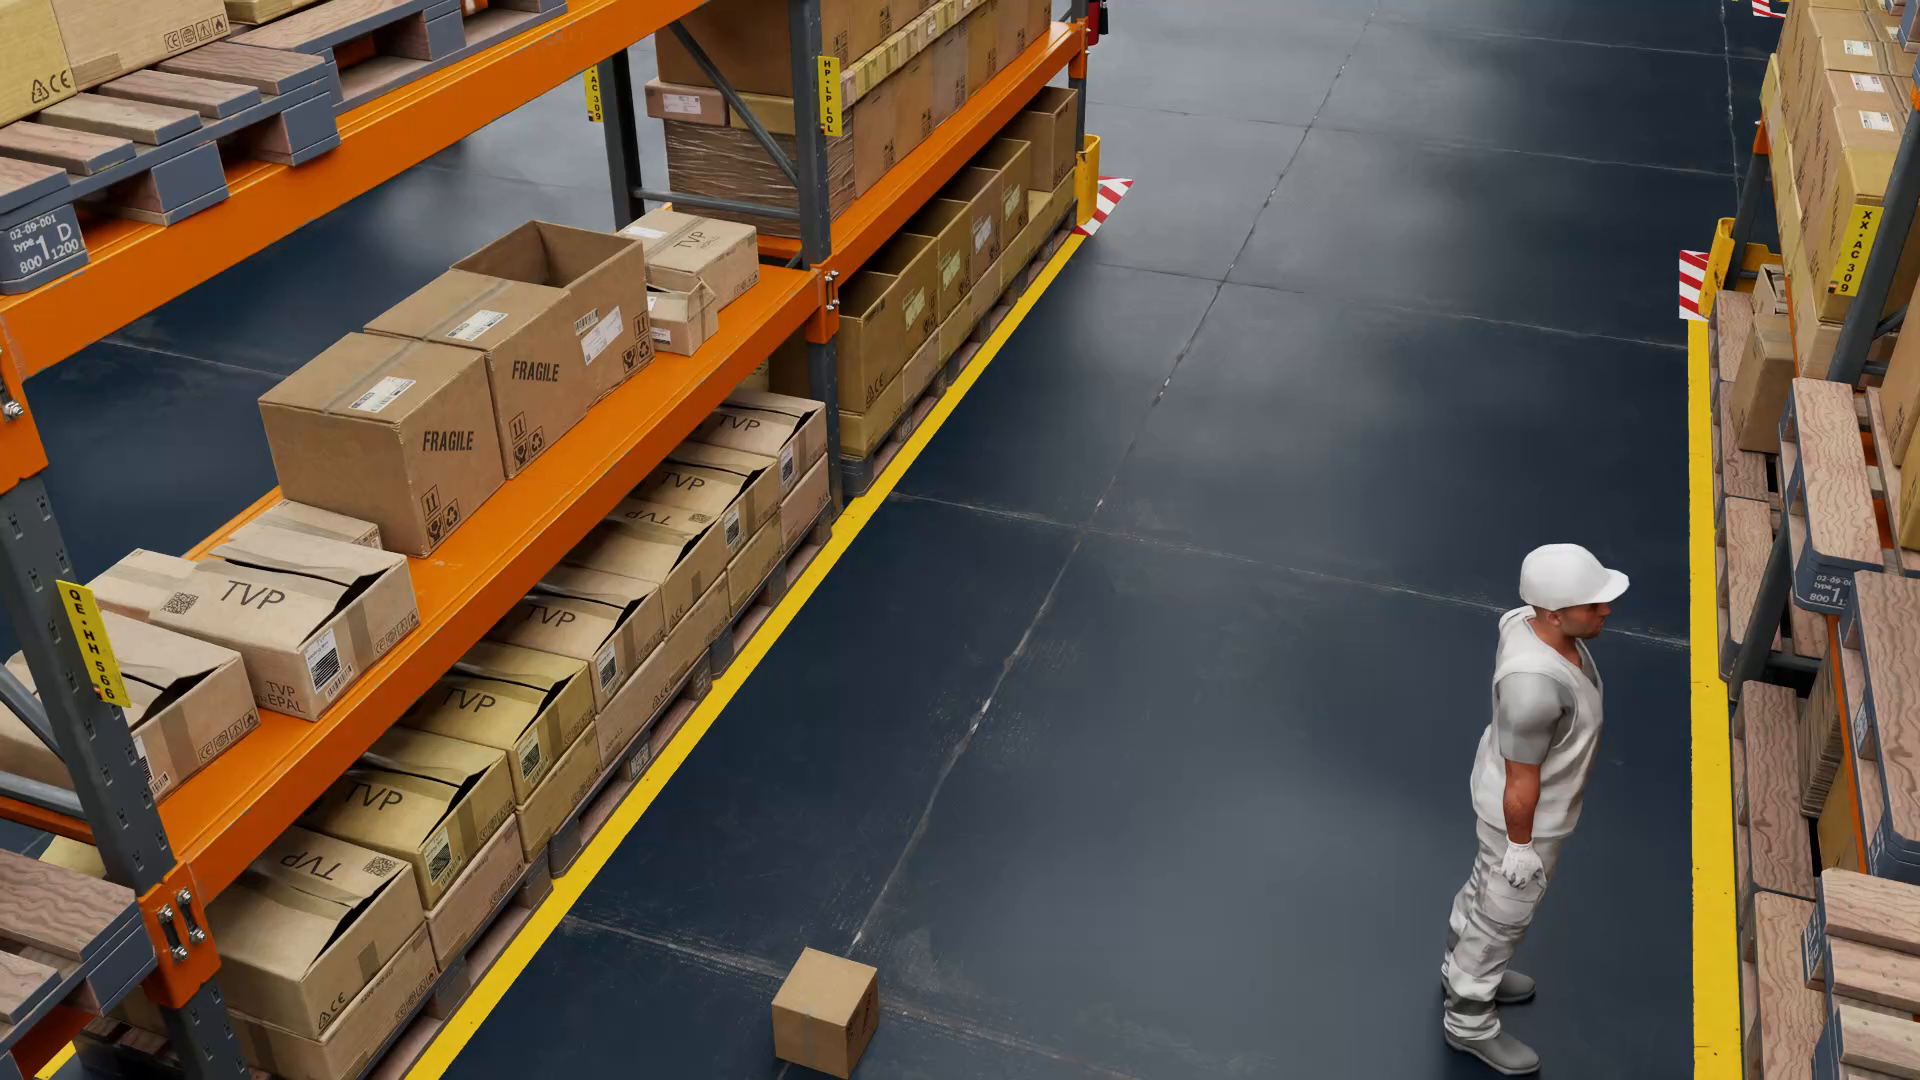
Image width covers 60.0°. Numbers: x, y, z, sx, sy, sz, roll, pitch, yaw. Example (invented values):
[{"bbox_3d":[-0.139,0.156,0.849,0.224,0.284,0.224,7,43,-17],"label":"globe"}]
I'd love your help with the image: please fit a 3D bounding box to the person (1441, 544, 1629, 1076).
[{"bbox_3d":[1.684,0.781,4.909,0.380,1.794,0.538,9,34,14],"label":"person"}]
